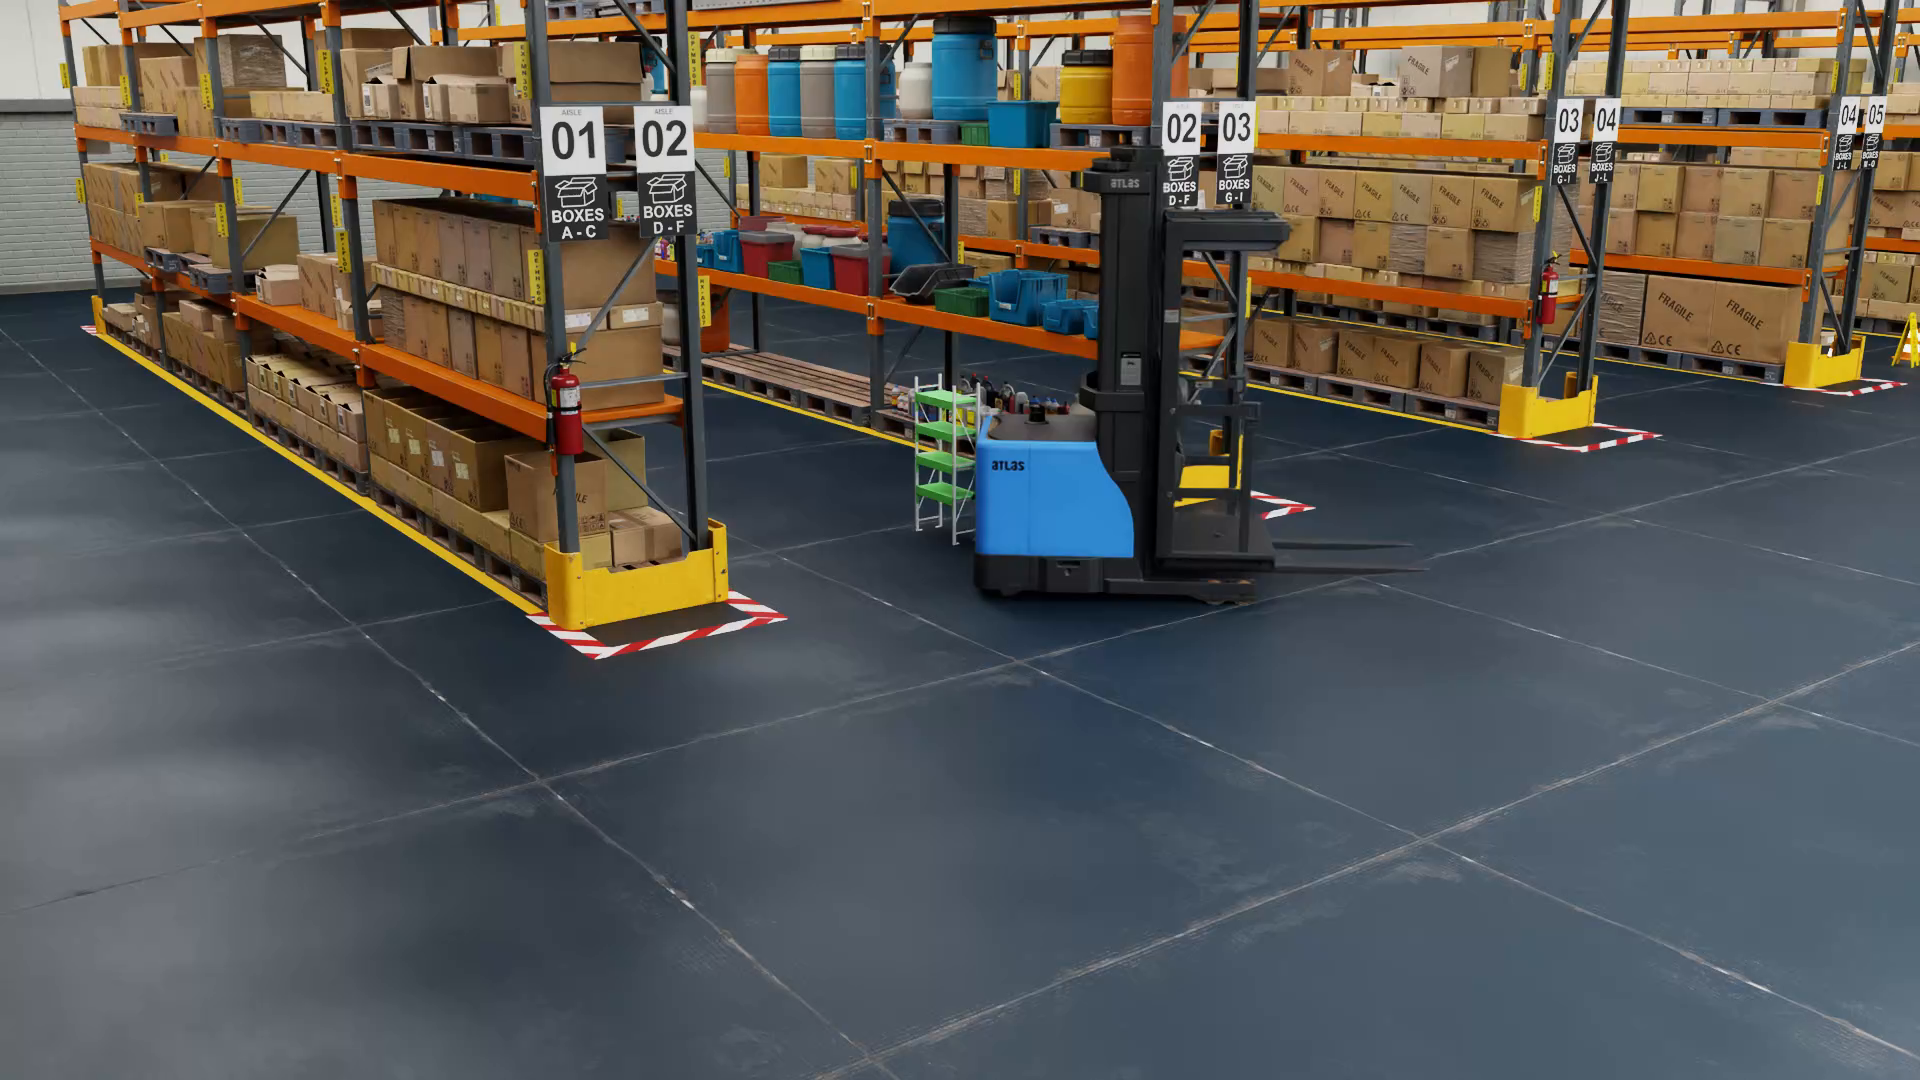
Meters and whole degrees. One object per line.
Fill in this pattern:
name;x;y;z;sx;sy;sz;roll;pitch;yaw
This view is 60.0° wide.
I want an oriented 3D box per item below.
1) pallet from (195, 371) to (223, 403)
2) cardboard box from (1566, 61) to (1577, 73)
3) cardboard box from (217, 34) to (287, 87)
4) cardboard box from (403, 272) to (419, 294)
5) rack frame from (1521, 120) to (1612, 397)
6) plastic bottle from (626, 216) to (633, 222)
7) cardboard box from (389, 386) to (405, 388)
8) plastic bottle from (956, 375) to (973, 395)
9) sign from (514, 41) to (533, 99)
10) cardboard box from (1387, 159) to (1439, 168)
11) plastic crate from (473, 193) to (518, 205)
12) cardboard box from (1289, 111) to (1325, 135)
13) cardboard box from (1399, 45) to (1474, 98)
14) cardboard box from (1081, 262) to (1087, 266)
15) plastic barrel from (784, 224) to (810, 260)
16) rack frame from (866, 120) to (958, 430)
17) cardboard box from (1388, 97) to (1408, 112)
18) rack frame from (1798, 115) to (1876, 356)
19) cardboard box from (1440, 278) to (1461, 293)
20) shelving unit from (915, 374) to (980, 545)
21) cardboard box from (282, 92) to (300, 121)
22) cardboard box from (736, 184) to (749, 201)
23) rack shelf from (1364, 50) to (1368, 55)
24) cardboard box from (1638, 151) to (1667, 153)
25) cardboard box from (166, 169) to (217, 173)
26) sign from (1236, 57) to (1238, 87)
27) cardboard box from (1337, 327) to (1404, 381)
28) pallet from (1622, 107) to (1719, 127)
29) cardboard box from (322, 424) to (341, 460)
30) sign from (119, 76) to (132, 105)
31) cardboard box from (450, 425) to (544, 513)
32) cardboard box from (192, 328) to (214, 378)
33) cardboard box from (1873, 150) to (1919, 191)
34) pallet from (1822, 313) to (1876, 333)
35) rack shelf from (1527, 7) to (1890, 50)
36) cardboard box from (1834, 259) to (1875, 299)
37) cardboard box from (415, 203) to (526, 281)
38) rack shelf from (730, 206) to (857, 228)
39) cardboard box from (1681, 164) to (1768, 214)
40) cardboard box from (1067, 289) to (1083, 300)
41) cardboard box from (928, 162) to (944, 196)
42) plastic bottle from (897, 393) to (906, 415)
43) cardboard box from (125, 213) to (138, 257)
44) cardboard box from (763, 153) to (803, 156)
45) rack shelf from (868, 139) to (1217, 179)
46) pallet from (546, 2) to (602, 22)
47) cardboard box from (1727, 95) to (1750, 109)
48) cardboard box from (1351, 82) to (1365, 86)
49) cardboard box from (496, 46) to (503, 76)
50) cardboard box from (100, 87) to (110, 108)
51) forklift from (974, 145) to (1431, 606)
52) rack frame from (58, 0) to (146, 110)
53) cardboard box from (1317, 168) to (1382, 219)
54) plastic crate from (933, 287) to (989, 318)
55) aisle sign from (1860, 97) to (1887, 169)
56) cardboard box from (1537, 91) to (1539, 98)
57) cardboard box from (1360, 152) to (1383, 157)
pallet;-7.937;-1.790;18.718;1.003;0.211;1.213;-11;19;-35
cardboard box;7.713;-5.917;20.811;0.380;0.149;0.250;-11;19;-35
cardboard box;-7.067;-4.781;16.598;0.500;0.500;0.500;-11;19;-35
cardboard box;-4.006;-1.965;12.656;0.380;0.149;0.250;-11;19;-35
rack frame;5.903;-2.538;16.168;1.000;3.000;0.127;-11;19;-35
plastic bottle;-4.362;-4.101;21.971;0.144;0.351;0.185;-11;19;-35
cardboard box;-4.795;-1.237;14.765;0.500;0.311;0.500;-11;19;-35
plastic bottle;0.040;-1.443;16.351;0.144;0.351;0.185;-11;19;-35
sign;-2.559;-2.756;9.754;0.100;0.325;0.005;-11;19;-35
cardboard box;6.429;-5.102;23.451;0.700;0.500;0.500;-11;19;-35
plastic crate;-7.163;-5.190;25.675;0.616;0.435;0.499;-11;19;-35
cardboard box;3.924;-4.519;18.007;0.500;0.250;0.500;-11;19;-35
cardboard box;4.787;-4.710;16.720;0.500;0.500;0.500;-11;19;-35
cardboard box;2.328;-4.776;28.949;0.380;0.149;0.250;-10;18;-33
plastic barrel;-1.782;-3.255;18.576;0.421;0.512;0.421;0;15;0
rack frame;-0.455;-2.624;16.480;1.000;3.000;0.127;-11;19;-35
cardboard box;4.605;-4.461;17.039;0.380;0.149;0.250;-12;19;-37
rack frame;9.975;-3.287;18.903;1.000;3.000;0.127;-11;19;-35
cardboard box;5.099;-2.601;16.872;0.380;0.149;0.250;-11;19;-35
shelving unit;-0.097;-0.614;12.547;0.258;1.200;0.503;-11;19;-35
cardboard box;-5.853;-3.966;15.190;0.500;0.250;0.500;-11;19;-36
cardboard box;-3.440;-5.882;28.104;0.500;0.250;0.500;-11;19;-36
rack shelf;9.700;-10.382;34.833;1.077;0.370;4.000;-11;19;-35
cardboard box;10.855;-6.009;26.072;0.380;0.149;0.250;-10;18;-31
cardboard box;-9.521;-4.349;20.700;0.500;0.500;0.500;-12;19;-36
sign;3.105;-5.192;18.455;0.100;0.325;0.005;-11;19;-35
cardboard box;4.526;-2.056;18.347;0.500;0.500;0.500;-13;20;-39
pallet;8.809;-5.108;20.044;1.003;0.211;1.213;-11;19;-35
cardboard box;-5.238;-0.884;14.536;0.500;0.250;0.500;-11;19;-35
sign;-9.602;-5.174;19.138;0.100;0.325;0.005;-11;19;-35
cardboard box;-3.268;-0.519;11.783;0.500;0.500;0.500;-11;19;-35
cardboard box;-8.173;-2.101;18.473;0.500;0.500;0.500;-12;19;-37
cardboard box;12.768;-5.028;22.618;0.700;0.500;0.500;-11;19;-35
pallet;12.712;-3.187;23.821;1.003;0.211;1.213;-11;19;-35
rack shelf;8.799;-6.067;19.819;1.077;0.370;4.000;-11;19;-35
cardboard box;12.637;-3.665;23.277;0.500;0.500;0.500;-11;19;-36
cardboard box;-3.606;-2.221;12.362;0.700;0.500;0.500;-11;19;-35
rack shelf;-2.328;-5.181;27.186;1.077;0.370;4.000;-11;19;-35
cardboard box;9.170;-4.209;19.942;0.875;0.550;0.550;-11;19;-35
cardboard box;1.610;-3.113;22.171;0.700;0.500;0.500;-12;19;-37
cardboard box;0.002;-5.219;23.873;0.797;0.503;0.637;-10;18;-33
plastic bottle;-0.563;-1.328;16.215;0.097;0.201;0.097;0;15;0
cardboard box;-9.973;-3.789;20.548;0.500;0.500;0.500;-10;18;-33
cardboard box;-3.005;-6.325;28.302;0.500;0.500;0.500;-11;19;-34
rack shelf;0.721;-3.296;14.619;1.077;0.370;4.000;-11;19;-35
pallet;-4.647;-6.770;21.379;1.003;0.211;1.213;-11;19;-35
cardboard box;9.058;-5.044;19.133;0.380;0.149;0.250;-11;19;-34
cardboard box;5.519;-6.461;24.002;0.500;0.311;0.500;-11;19;-34
cardboard box;-2.867;-3.164;11.521;0.500;0.500;0.500;-11;19;-35
cardboard box;-10.257;-5.456;20.482;0.500;0.250;0.500;-11;19;-35
forklift;1.636;-1.123;11.126;3.031;2.935;1.130;1;15;4
rack frame;-11.520;-7.312;22.244;1.000;3.000;0.127;-11;19;-35
cardboard box;4.199;-3.718;17.830;0.500;0.500;0.500;-11;19;-35
plastic crate;0.115;-2.188;15.289;0.450;0.188;0.662;-11;19;-35
aisle sign;10.259;-4.572;18.674;0.394;0.787;0.004;-11;19;-35
cardboard box;11.333;-8.643;32.283;0.380;0.149;0.250;-11;19;-35
cardboard box;7.504;-6.819;29.725;0.500;0.500;0.500;-11;19;-36
